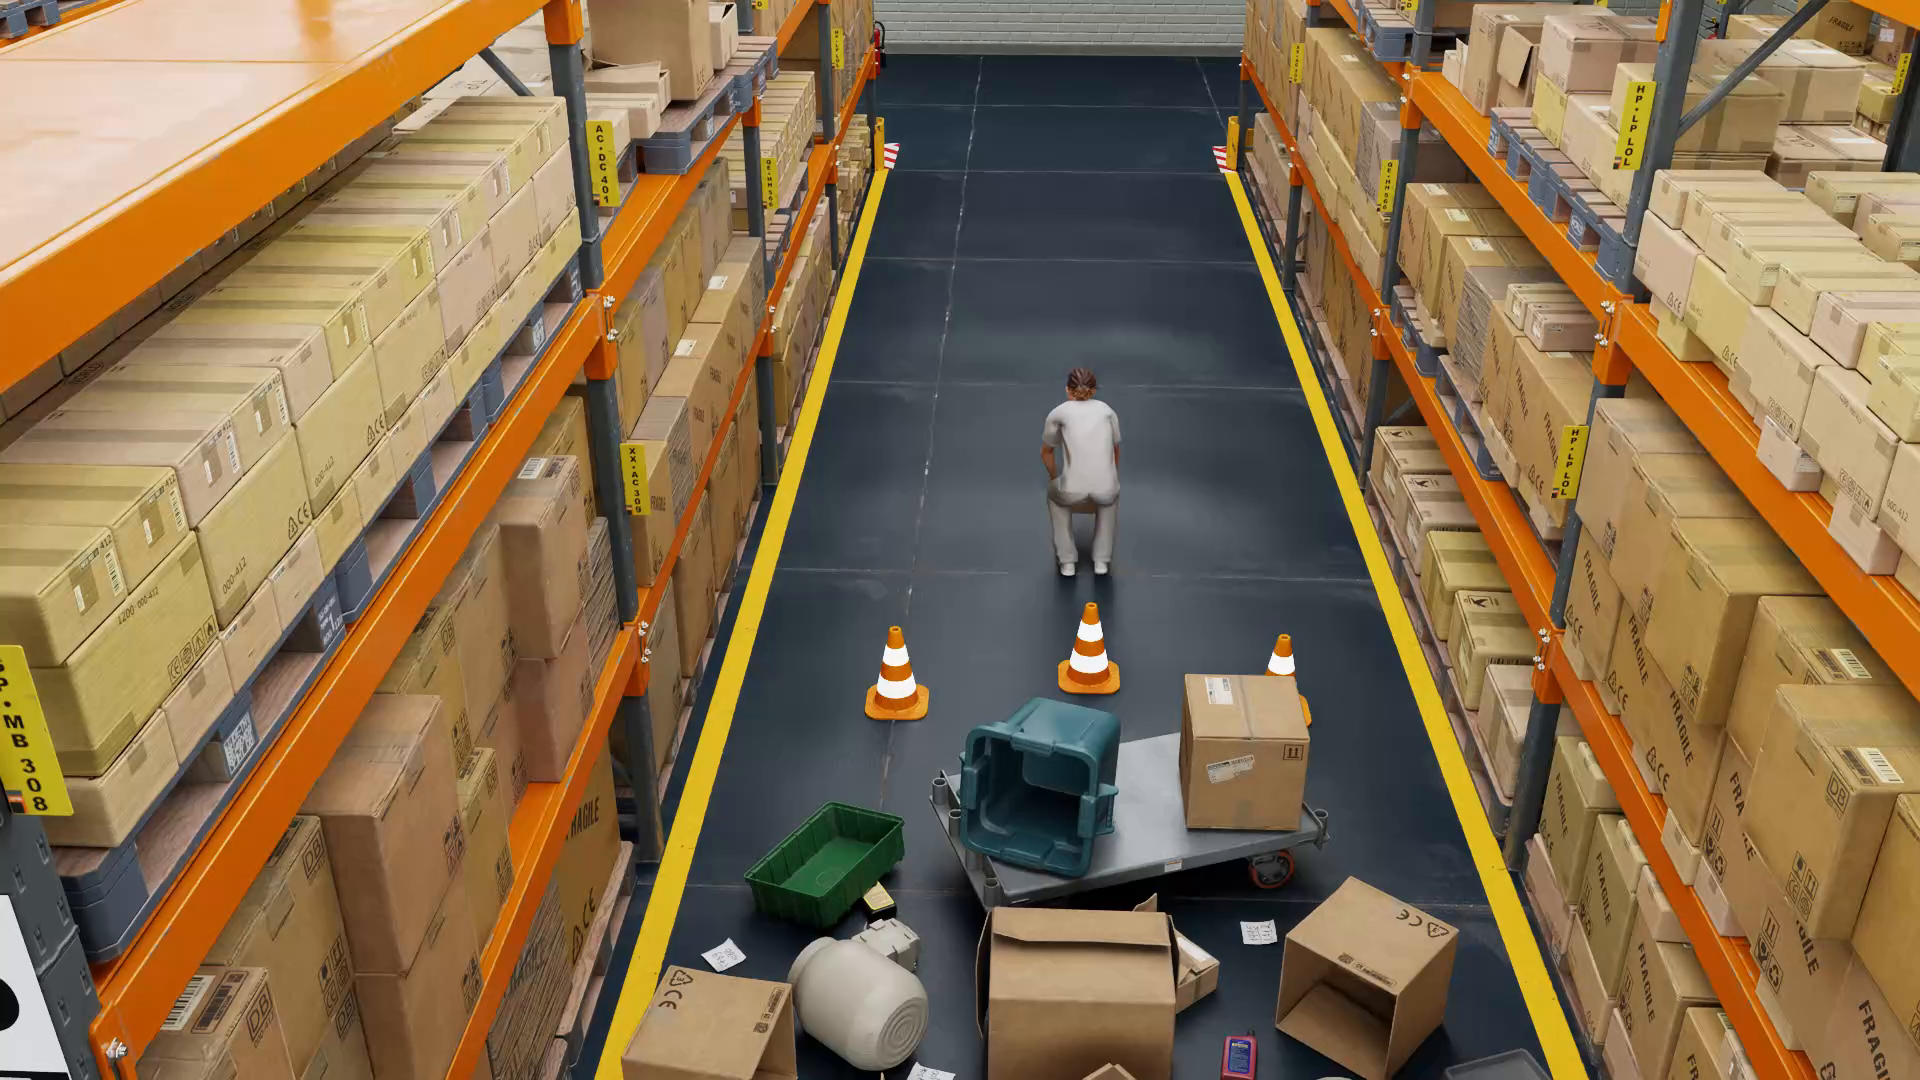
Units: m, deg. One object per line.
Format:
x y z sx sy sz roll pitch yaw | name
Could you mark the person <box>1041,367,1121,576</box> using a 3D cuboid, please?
0.736 -0.394 10.102 0.491 1.194 0.725 1 28 2 | person
